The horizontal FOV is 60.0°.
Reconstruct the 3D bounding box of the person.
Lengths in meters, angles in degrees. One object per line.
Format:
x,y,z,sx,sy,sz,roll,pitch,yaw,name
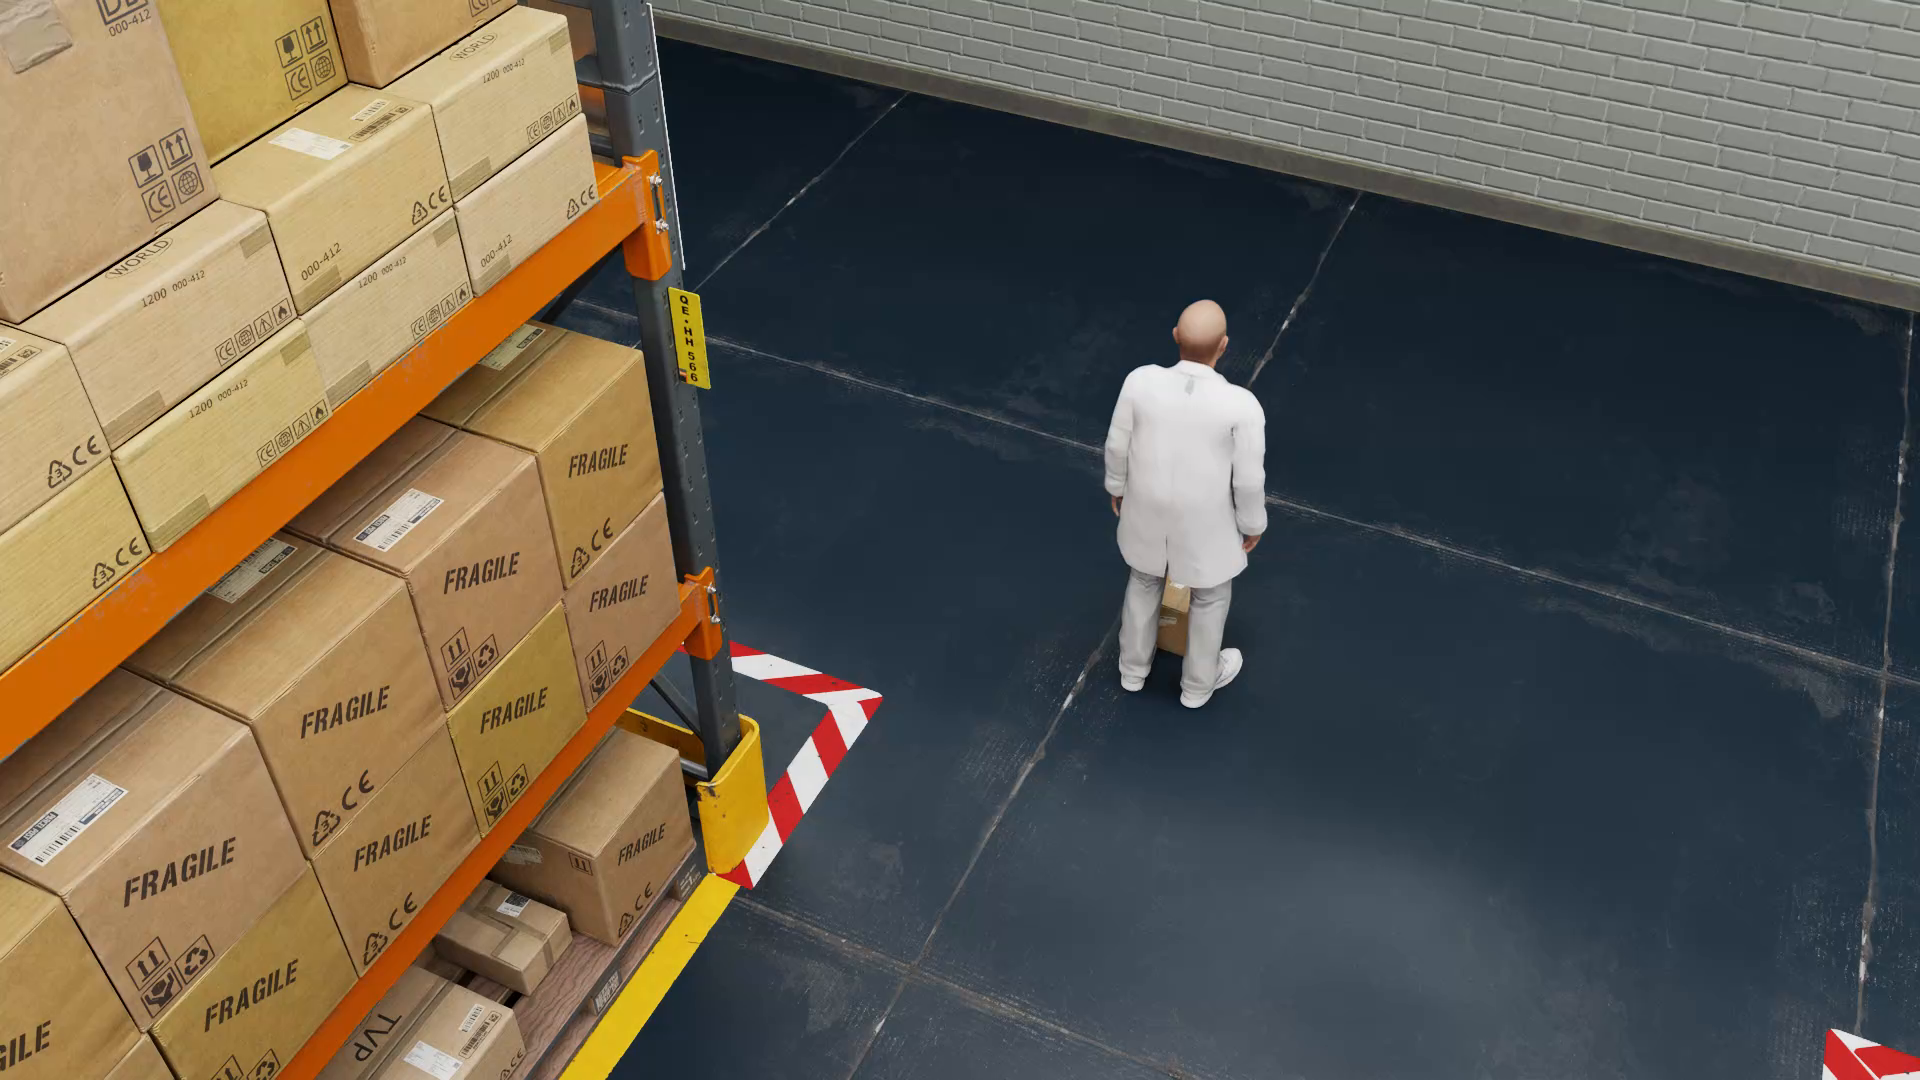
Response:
0.846,-0.115,6.301,0.644,1.774,0.424,18,44,19,person
